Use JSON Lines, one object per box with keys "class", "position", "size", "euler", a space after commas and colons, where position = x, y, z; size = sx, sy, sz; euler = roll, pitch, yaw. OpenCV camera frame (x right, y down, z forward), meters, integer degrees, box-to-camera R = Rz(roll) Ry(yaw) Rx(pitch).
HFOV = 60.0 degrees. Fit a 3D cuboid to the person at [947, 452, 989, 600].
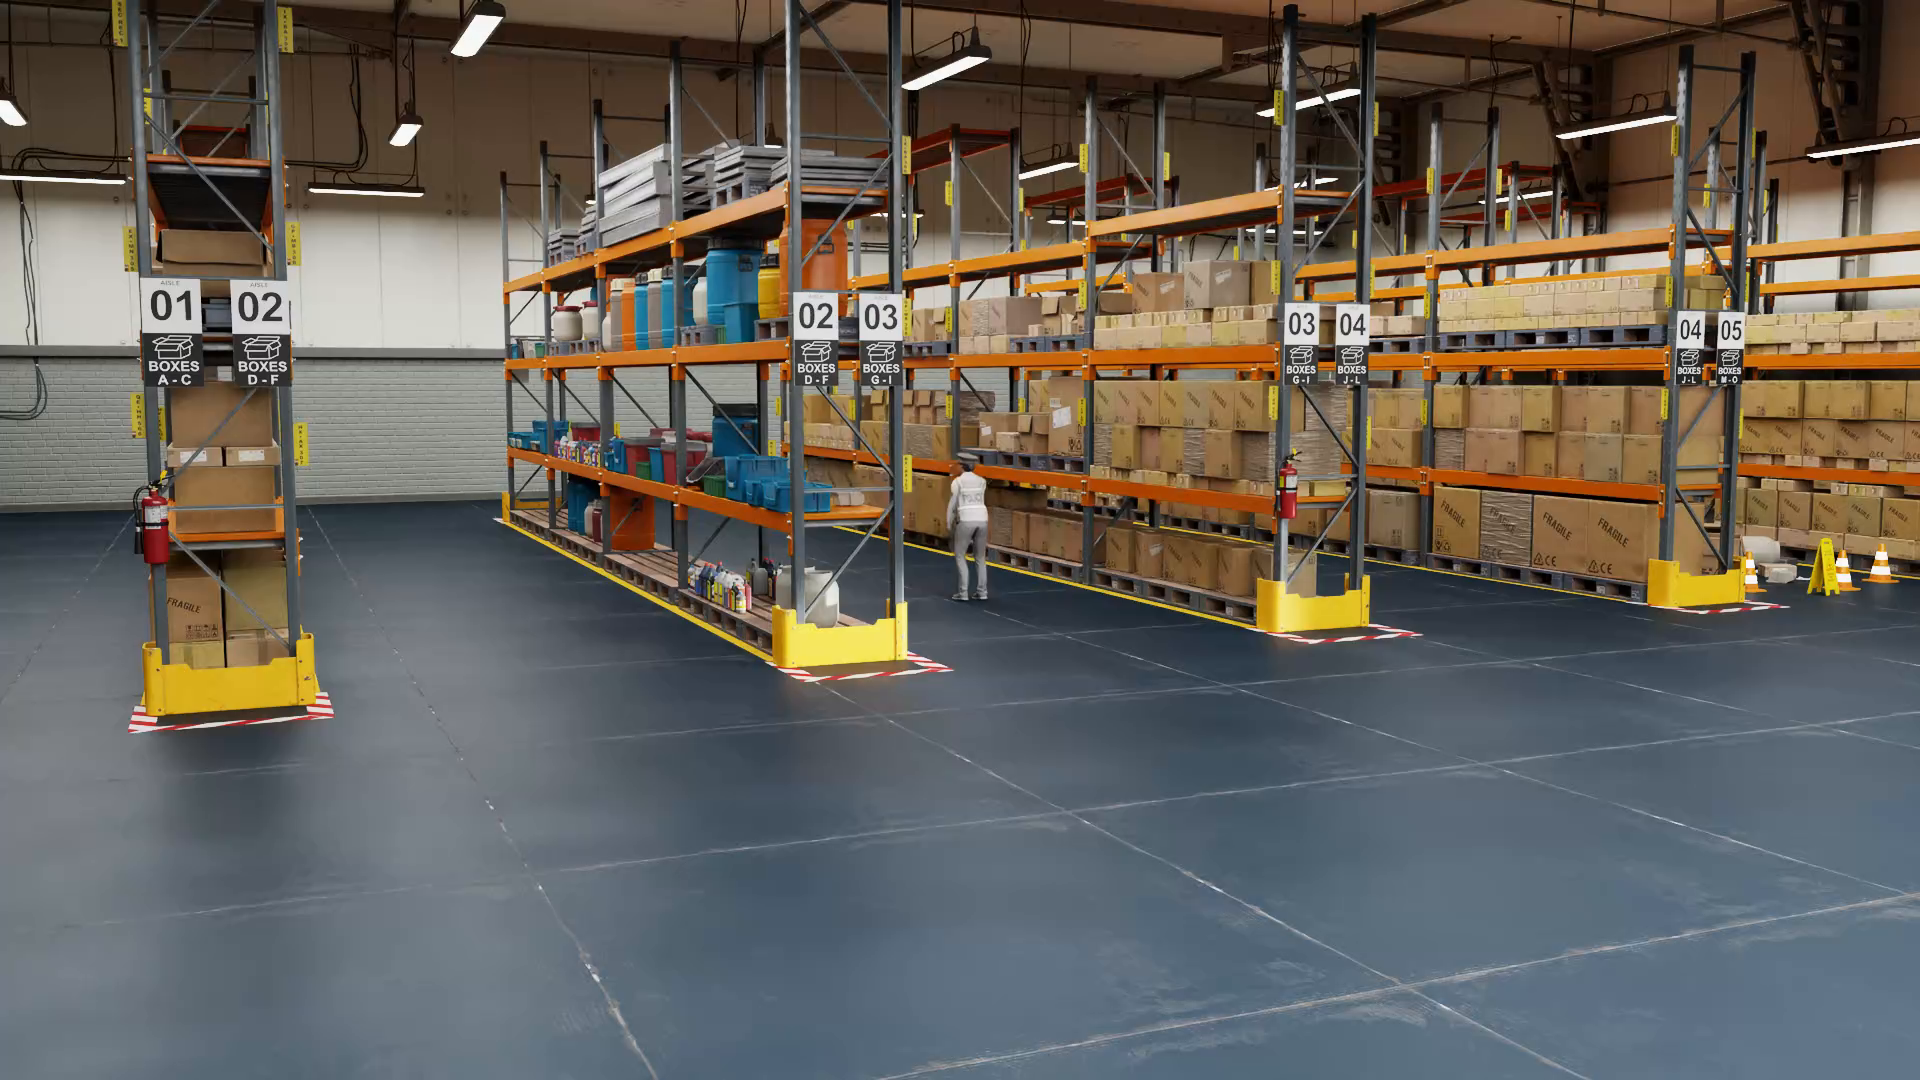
{"class": "person", "position": [0.077, -0.157, 18.680], "size": [0.416, 1.664, 0.542], "euler": [-3, 6, -25]}
